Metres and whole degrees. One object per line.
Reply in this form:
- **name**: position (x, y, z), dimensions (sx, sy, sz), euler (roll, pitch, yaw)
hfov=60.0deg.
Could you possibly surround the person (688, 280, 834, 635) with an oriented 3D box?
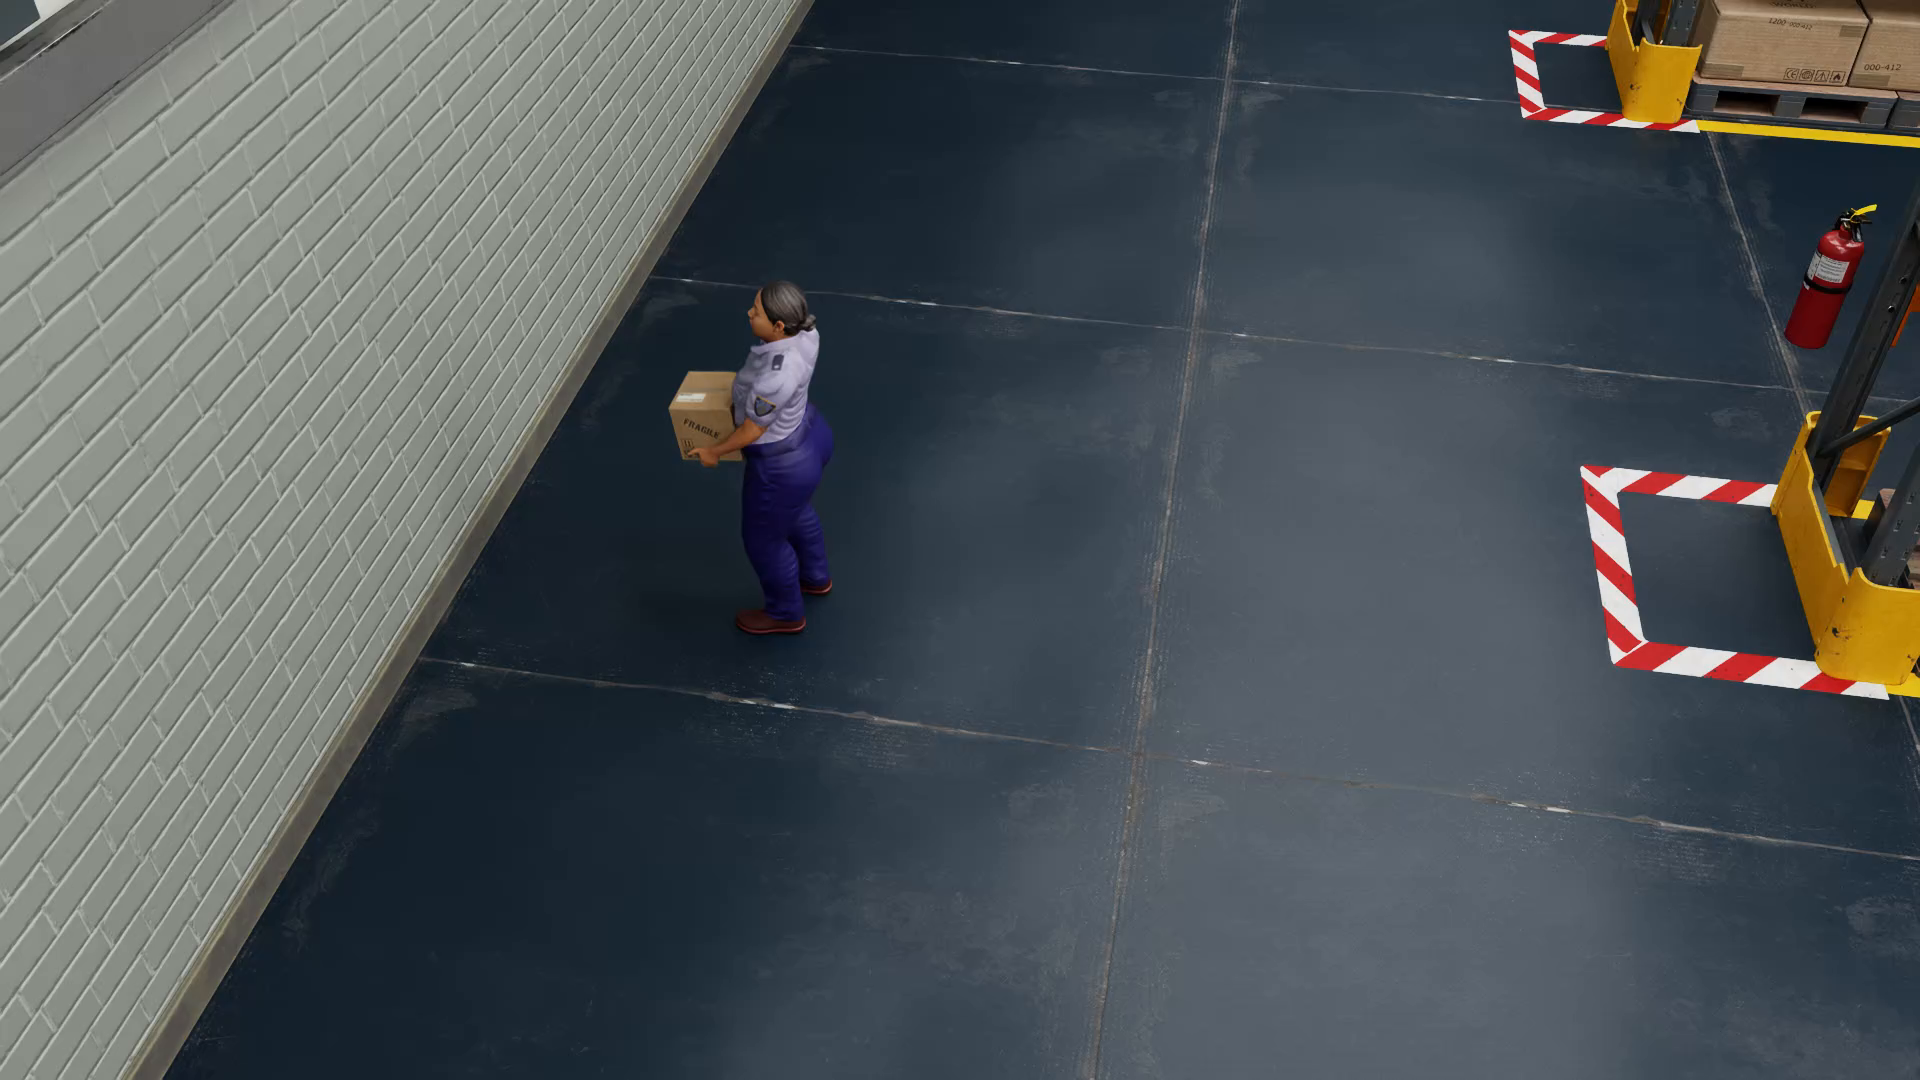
- **person**: position (-0.777, -0.329, 6.559), dimensions (0.521, 1.641, 0.451), euler (7, 41, 8)
